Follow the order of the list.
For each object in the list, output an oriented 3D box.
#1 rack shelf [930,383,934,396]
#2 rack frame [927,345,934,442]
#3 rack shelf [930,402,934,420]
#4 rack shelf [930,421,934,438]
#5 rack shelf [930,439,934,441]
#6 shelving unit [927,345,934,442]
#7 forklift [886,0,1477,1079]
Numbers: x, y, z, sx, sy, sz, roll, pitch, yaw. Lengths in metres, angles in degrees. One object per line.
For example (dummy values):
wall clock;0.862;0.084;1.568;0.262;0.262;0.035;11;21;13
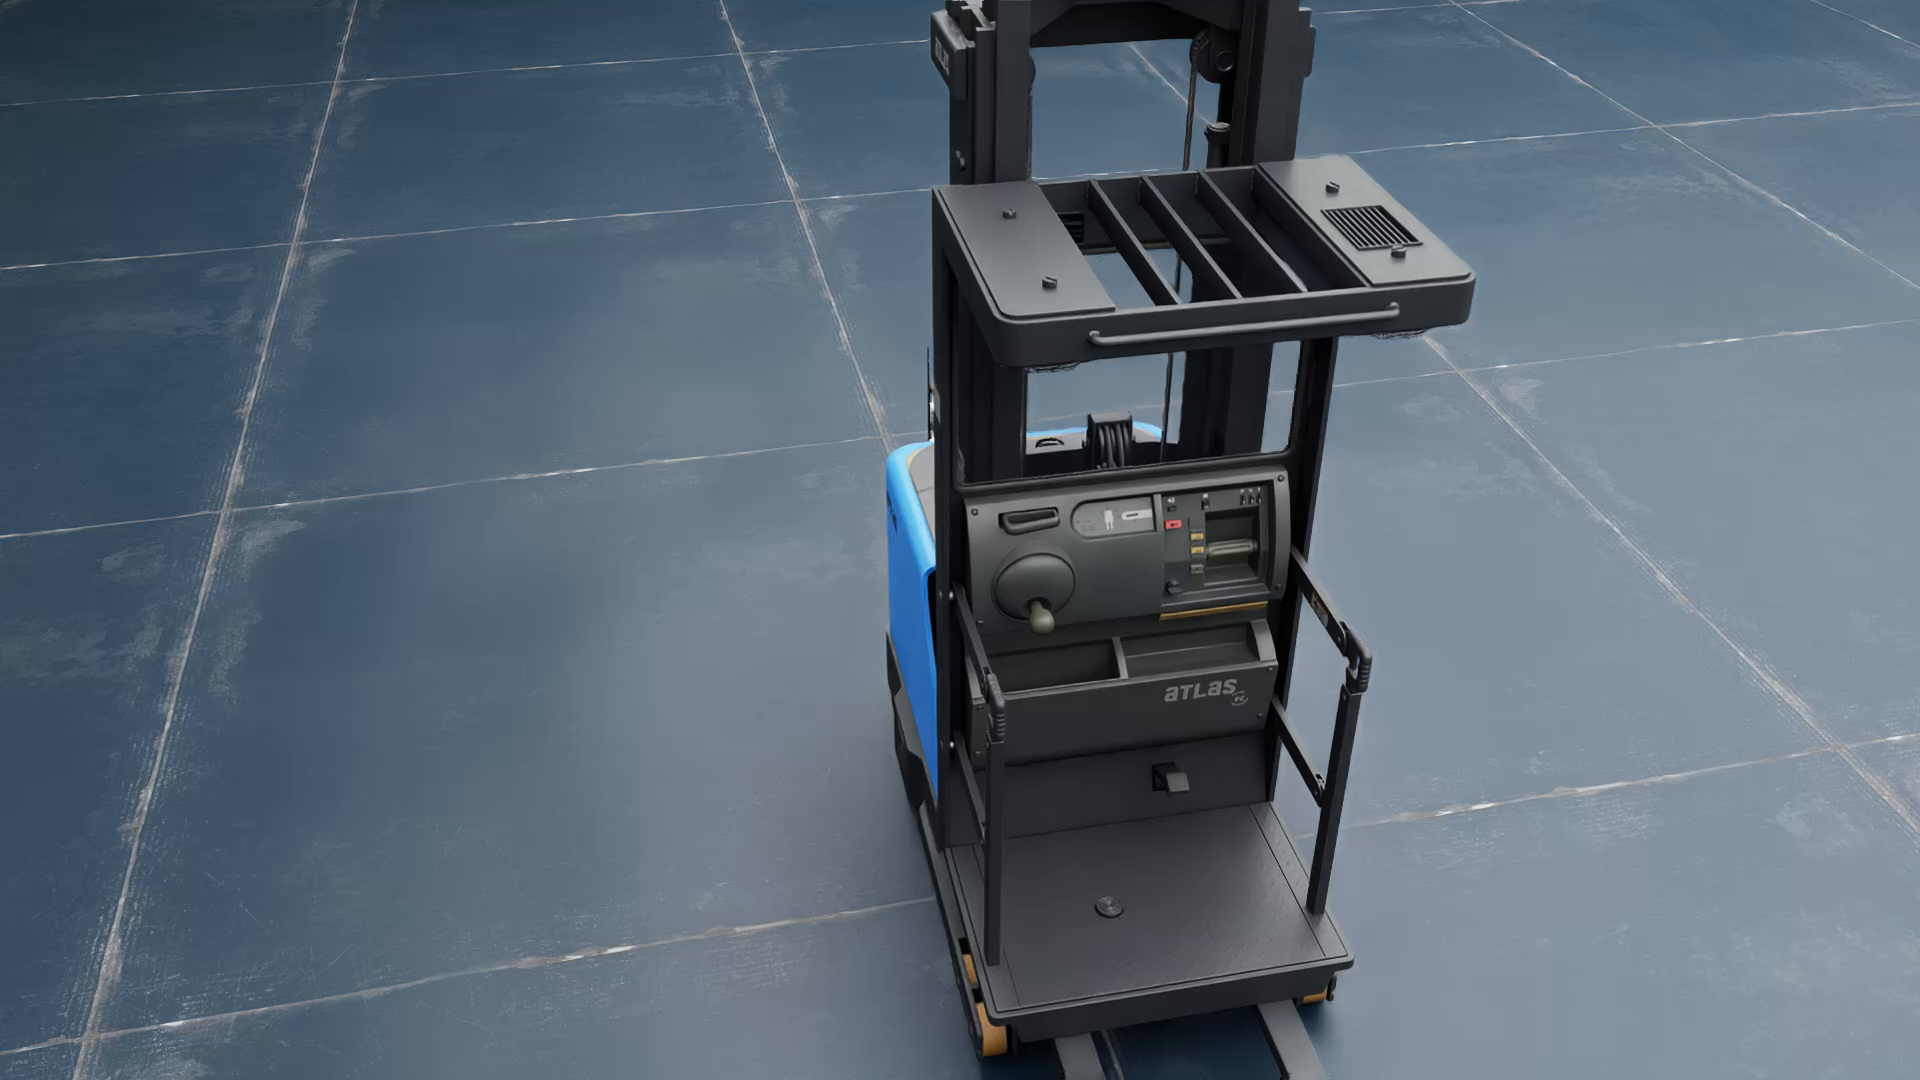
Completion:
rack shelf;-0.008;-0.569;6.866;0.200;0.077;0.258;-7;35;-11
rack frame;-0.107;-0.360;6.979;0.006;0.900;0.240;-7;35;-11
rack shelf;-0.008;-0.494;6.916;0.200;0.077;0.258;-7;35;-11
rack shelf;-0.008;-0.420;6.966;0.200;0.077;0.258;-7;35;-11
rack shelf;-0.008;-0.345;7.016;0.200;0.077;0.258;-7;35;-11
shelving unit;-0.008;-0.373;6.998;0.210;0.900;0.258;-7;35;-11
forklift;0.522;0.091;4.483;1.130;2.935;3.031;-6;34;-10
